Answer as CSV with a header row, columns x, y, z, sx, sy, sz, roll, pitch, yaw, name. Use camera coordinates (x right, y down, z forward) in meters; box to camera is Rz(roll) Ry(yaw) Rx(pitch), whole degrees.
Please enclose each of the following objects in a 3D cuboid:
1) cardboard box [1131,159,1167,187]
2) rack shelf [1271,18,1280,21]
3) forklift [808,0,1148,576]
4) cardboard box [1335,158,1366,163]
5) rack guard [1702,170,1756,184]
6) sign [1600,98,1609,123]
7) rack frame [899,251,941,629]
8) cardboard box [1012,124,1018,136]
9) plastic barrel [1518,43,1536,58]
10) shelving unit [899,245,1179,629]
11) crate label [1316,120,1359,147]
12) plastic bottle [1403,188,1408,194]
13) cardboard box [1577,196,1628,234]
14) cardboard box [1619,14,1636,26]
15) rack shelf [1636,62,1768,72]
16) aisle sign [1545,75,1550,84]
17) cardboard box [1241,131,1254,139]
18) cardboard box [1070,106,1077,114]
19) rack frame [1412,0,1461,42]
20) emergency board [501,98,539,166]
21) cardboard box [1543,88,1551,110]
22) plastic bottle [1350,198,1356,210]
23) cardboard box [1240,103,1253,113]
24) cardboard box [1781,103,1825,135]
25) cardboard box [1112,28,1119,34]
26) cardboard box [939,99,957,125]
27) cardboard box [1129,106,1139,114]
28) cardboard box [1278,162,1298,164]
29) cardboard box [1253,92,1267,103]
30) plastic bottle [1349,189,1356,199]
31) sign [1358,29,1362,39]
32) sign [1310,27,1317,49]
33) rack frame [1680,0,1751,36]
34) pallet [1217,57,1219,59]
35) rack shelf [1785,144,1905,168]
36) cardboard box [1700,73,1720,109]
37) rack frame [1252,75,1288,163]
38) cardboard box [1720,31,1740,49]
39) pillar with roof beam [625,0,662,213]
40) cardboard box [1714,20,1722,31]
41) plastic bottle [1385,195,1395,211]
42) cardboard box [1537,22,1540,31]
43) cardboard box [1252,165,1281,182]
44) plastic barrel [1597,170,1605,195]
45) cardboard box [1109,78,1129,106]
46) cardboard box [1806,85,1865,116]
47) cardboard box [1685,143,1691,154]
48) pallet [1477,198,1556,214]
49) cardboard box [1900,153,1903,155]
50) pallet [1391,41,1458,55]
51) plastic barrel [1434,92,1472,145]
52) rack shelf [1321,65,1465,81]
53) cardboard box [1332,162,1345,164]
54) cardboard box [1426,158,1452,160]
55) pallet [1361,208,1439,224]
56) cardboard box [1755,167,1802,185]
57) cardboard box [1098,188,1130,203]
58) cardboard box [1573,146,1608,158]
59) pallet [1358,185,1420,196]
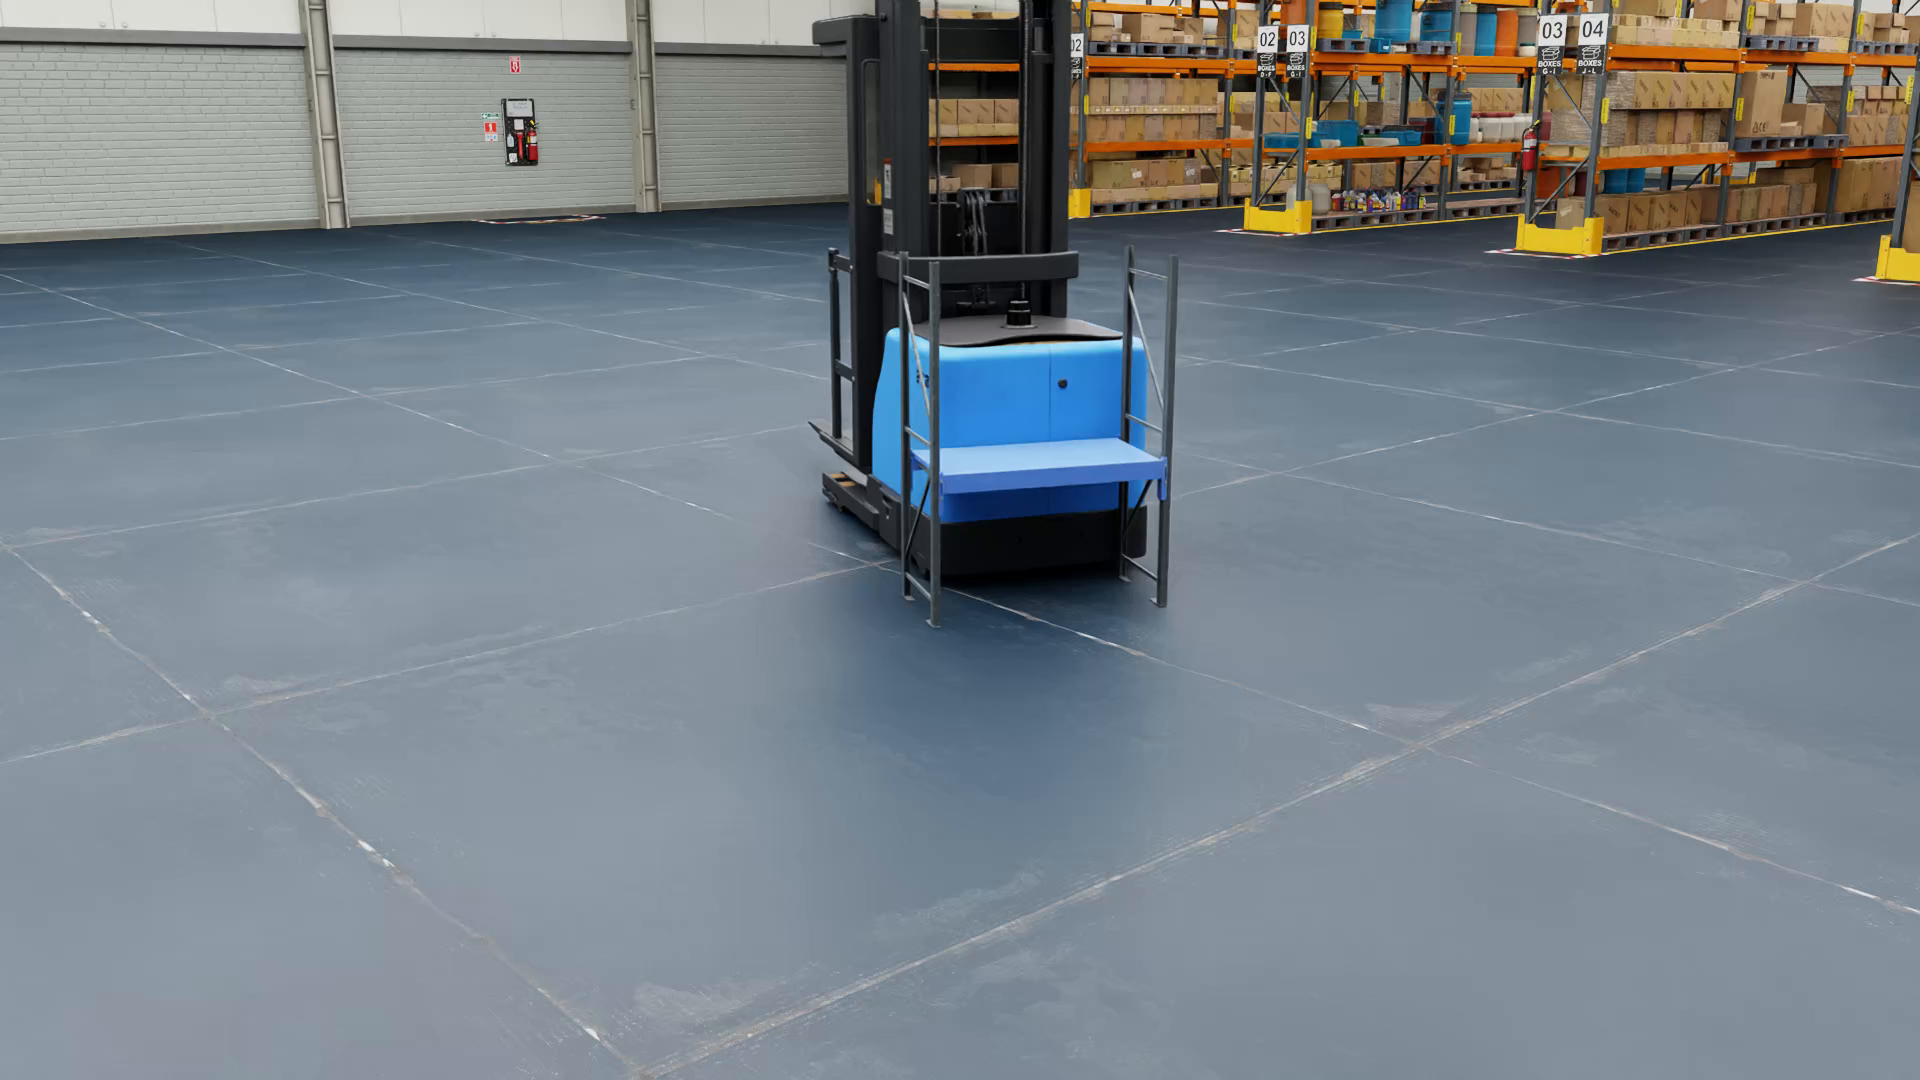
x,y,z,sx,sy,sz,roll,pitch,yaw,name
3.589,-6.989,31.662,0.500,0.500,0.500,-13,19,-39,cardboard box
9.212,-13.144,42.188,4.000,0.370,1.077,-13,19,-39,rack shelf
-0.102,-1.593,8.533,1.130,2.935,3.031,-5,16,-19,forklift
8.531,-8.388,36.377,0.500,0.250,0.500,-12,19,-37,cardboard box
17.234,-7.995,37.213,0.348,0.500,1.175,-13,19,-39,rack guard
8.761,-5.834,22.602,0.005,0.325,0.100,-13,19,-39,sign
-0.168,-0.418,6.907,0.032,1.500,0.500,-5,16,-17,rack frame
1.128,-8.807,35.661,0.500,0.250,0.500,-13,19,-39,cardboard box
10.383,-8.962,30.446,0.301,0.262,0.301,0,15,0,plastic barrel
0.318,-0.457,7.051,1.048,1.500,0.538,-5,16,-17,shelving unit
6.365,-6.867,28.078,0.616,0.435,0.502,-13,19,-39,crate label
7.780,-5.959,29.027,0.185,0.351,0.144,-13,19,-39,plastic bottle
9.316,-4.727,24.165,0.500,0.500,0.500,-7,17,-25,cardboard box
9.024,-7.118,22.789,0.250,0.149,0.380,-12,19,-38,cardboard box
15.715,-9.959,35.303,4.000,0.370,1.077,-13,19,-39,rack shelf
14.228,-11.369,39.963,0.004,0.787,0.394,-13,19,-39,aisle sign
5.725,-8.117,33.313,0.250,0.149,0.380,-13,19,-39,cardboard box
2.068,-7.914,30.616,0.250,0.149,0.380,-13,20,-40,cardboard box
8.171,-10.062,28.481,0.127,3.000,1.000,-13,19,-39,rack frame
-7.805,-7.274,29.669,0.643,1.169,0.194,-13,19,-39,emergency board
13.820,-10.564,39.854,0.500,0.500,0.500,-13,20,-40,cardboard box
6.799,-5.816,28.783,0.097,0.201,0.097,0,15,0,plastic bottle
6.757,-10.350,40.376,0.500,0.500,0.500,-13,19,-39,cardboard box
13.704,-6.915,27.317,0.500,0.500,0.700,-9,18,-31,cardboard box
2.601,-9.344,30.813,0.500,0.250,0.500,-13,19,-39,cardboard box
-0.413,-8.818,34.249,0.500,0.500,0.500,-13,19,-39,cardboard box
3.120,-8.012,30.982,0.250,0.149,0.380,-14,20,-41,cardboard box
6.962,-7.829,35.176,0.500,0.311,0.500,-13,20,-41,cardboard box
7.127,-10.798,40.599,0.500,0.250,0.500,-12,19,-38,cardboard box
6.827,-5.936,28.942,0.185,0.351,0.144,-13,20,-40,plastic bottle
8.298,-10.434,34.531,0.005,0.325,0.100,-13,19,-39,sign
5.512,-7.831,25.927,0.005,0.325,0.100,-13,19,-39,sign
11.423,-9.098,24.871,0.127,3.000,1.000,-13,19,-39,rack frame
5.978,-11.437,39.808,1.213,0.211,1.003,-12,19,-37,pallet
15.949,-6.868,29.544,4.000,0.370,1.077,-13,19,-39,rack shelf
10.888,-6.659,24.661,0.500,0.500,0.500,-13,19,-39,cardboard box
7.703,-10.447,41.549,0.127,3.000,1.000,-13,19,-39,rack frame
11.250,-7.448,24.798,0.500,0.250,0.500,-12,19,-37,cardboard box
-3.090,-9.745,27.296,0.400,9.000,9.100,-13,19,-39,pillar with roof beam
10.973,-7.570,24.485,0.250,0.149,0.380,-14,20,-42,cardboard box
7.361,-5.781,28.505,0.135,0.276,0.152,-12,19,-38,plastic bottle
13.598,-12.052,39.612,0.500,0.500,0.700,-13,19,-39,cardboard box
6.169,-7.467,33.819,0.500,0.311,0.500,-14,20,-41,cardboard box
12.766,-7.232,33.521,0.421,0.512,0.421,0,15,0,plastic barrel
2.699,-8.301,30.808,0.500,0.500,0.700,-13,20,-41,cardboard box
15.002,-7.530,28.492,0.637,0.503,0.797,-12,19,-38,cardboard box
10.640,-5.832,24.759,0.250,0.149,0.380,-13,19,-39,cardboard box
10.579,-6.370,31.689,1.213,0.211,1.003,-13,19,-39,pallet
18.008,-6.827,31.299,0.875,0.875,0.875,-13,19,-39,cardboard box
7.691,-8.380,28.364,1.003,0.211,1.213,-13,19,-39,pallet
8.662,-7.412,29.215,0.708,0.901,0.600,-13,19,-39,plastic barrel
9.449,-10.246,36.379,4.000,0.370,1.077,-13,19,-39,rack shelf
8.492,-8.015,36.435,0.500,0.500,0.500,-12,19,-37,cardboard box
11.201,-8.640,38.775,0.500,0.500,0.500,-13,19,-39,cardboard box
7.637,-5.711,29.220,1.213,0.211,1.003,-13,19,-39,pallet
13.561,-6.033,27.561,0.500,0.250,0.500,-10,18,-33,cardboard box
2.830,-6.458,31.129,0.500,0.250,0.500,-13,19,-39,cardboard box
8.777,-5.402,23.148,0.250,0.149,0.380,-13,19,-39,cardboard box
9.448,-7.783,36.980,1.213,0.211,1.003,-13,19,-39,pallet
